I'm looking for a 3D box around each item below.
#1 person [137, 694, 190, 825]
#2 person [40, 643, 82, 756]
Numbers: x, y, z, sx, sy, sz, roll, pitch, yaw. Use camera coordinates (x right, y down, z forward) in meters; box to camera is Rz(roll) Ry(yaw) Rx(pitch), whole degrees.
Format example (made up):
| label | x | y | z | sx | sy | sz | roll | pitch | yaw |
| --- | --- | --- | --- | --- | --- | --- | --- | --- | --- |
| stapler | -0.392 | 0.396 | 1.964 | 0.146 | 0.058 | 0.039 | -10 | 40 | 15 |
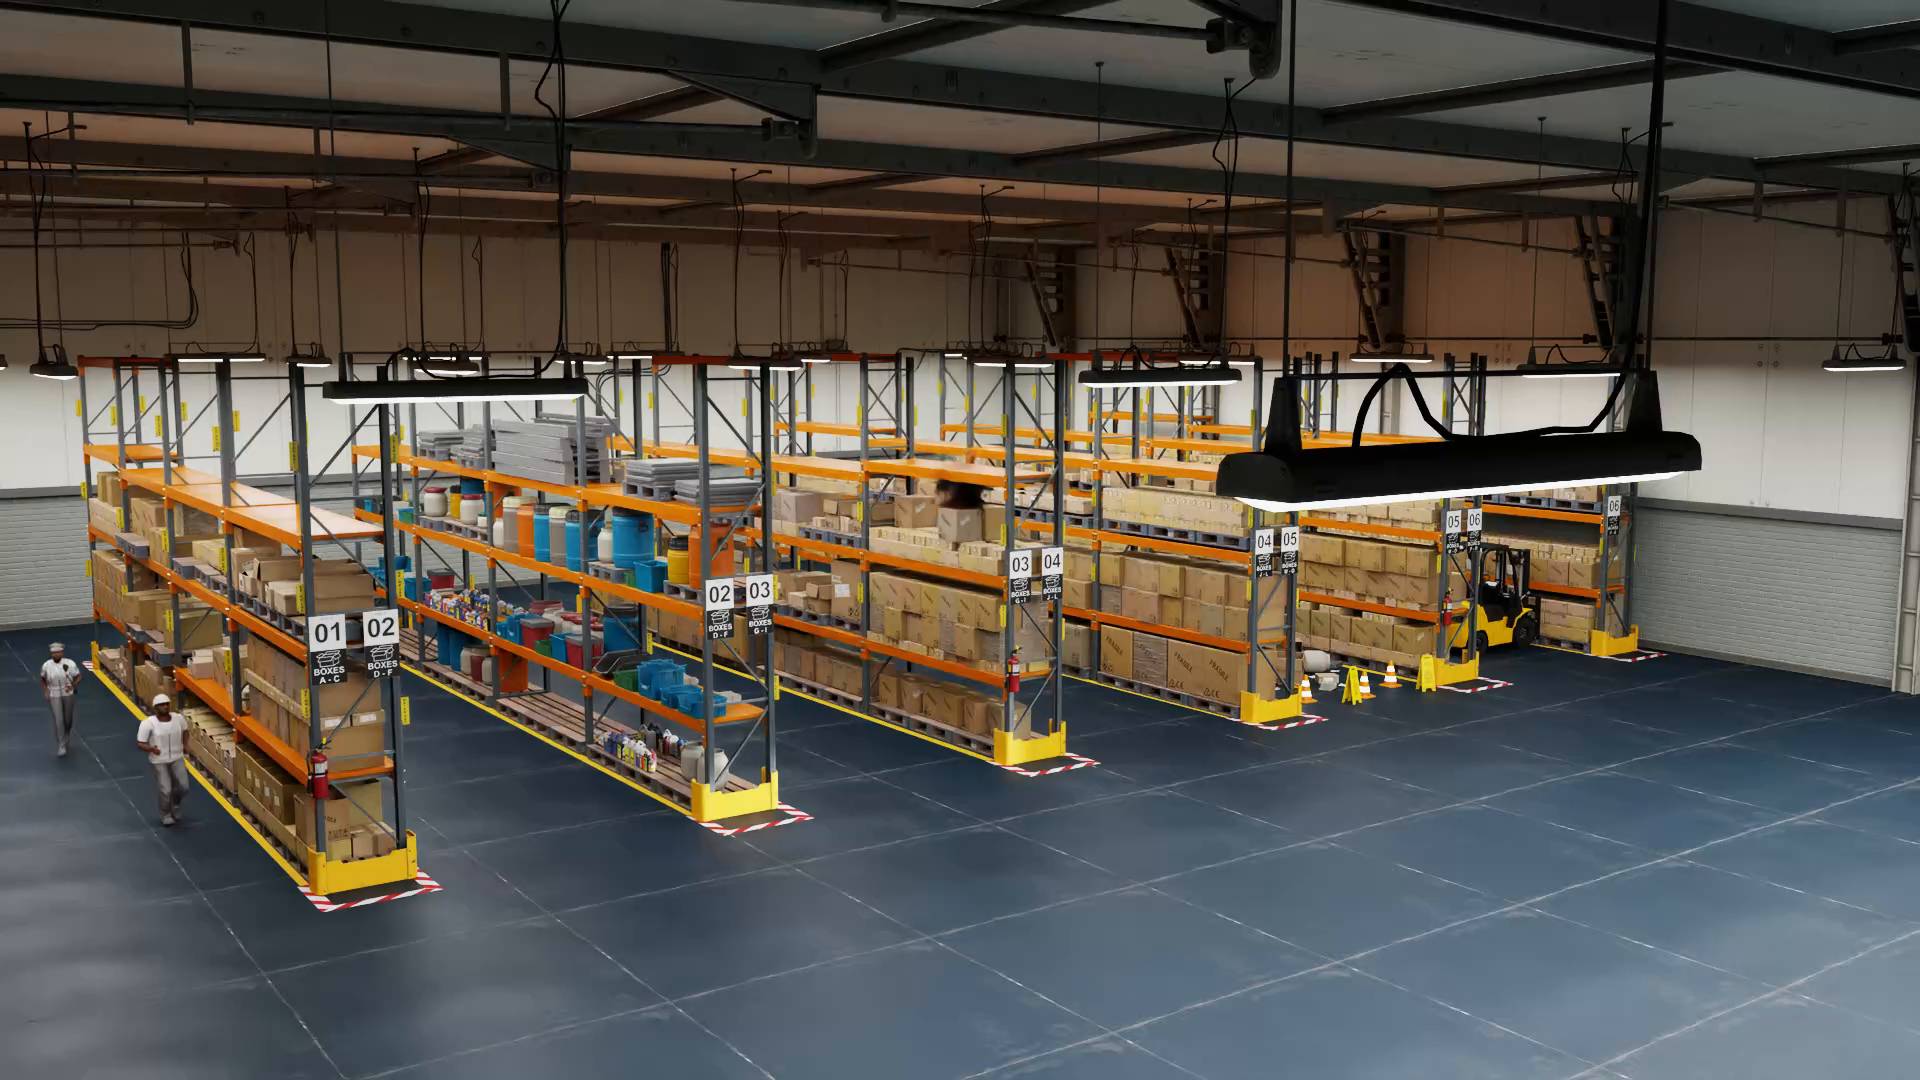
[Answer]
| label | x | y | z | sx | sy | sz | roll | pitch | yaw |
| --- | --- | --- | --- | --- | --- | --- | --- | --- | --- |
| person | -10.260 | 2.853 | 21.568 | 0.686 | 1.721 | 0.593 | -6 | 9 | -43 |
| person | -13.752 | 2.389 | 25.466 | 0.573 | 1.691 | 0.859 | -4 | 8 | -28 |
